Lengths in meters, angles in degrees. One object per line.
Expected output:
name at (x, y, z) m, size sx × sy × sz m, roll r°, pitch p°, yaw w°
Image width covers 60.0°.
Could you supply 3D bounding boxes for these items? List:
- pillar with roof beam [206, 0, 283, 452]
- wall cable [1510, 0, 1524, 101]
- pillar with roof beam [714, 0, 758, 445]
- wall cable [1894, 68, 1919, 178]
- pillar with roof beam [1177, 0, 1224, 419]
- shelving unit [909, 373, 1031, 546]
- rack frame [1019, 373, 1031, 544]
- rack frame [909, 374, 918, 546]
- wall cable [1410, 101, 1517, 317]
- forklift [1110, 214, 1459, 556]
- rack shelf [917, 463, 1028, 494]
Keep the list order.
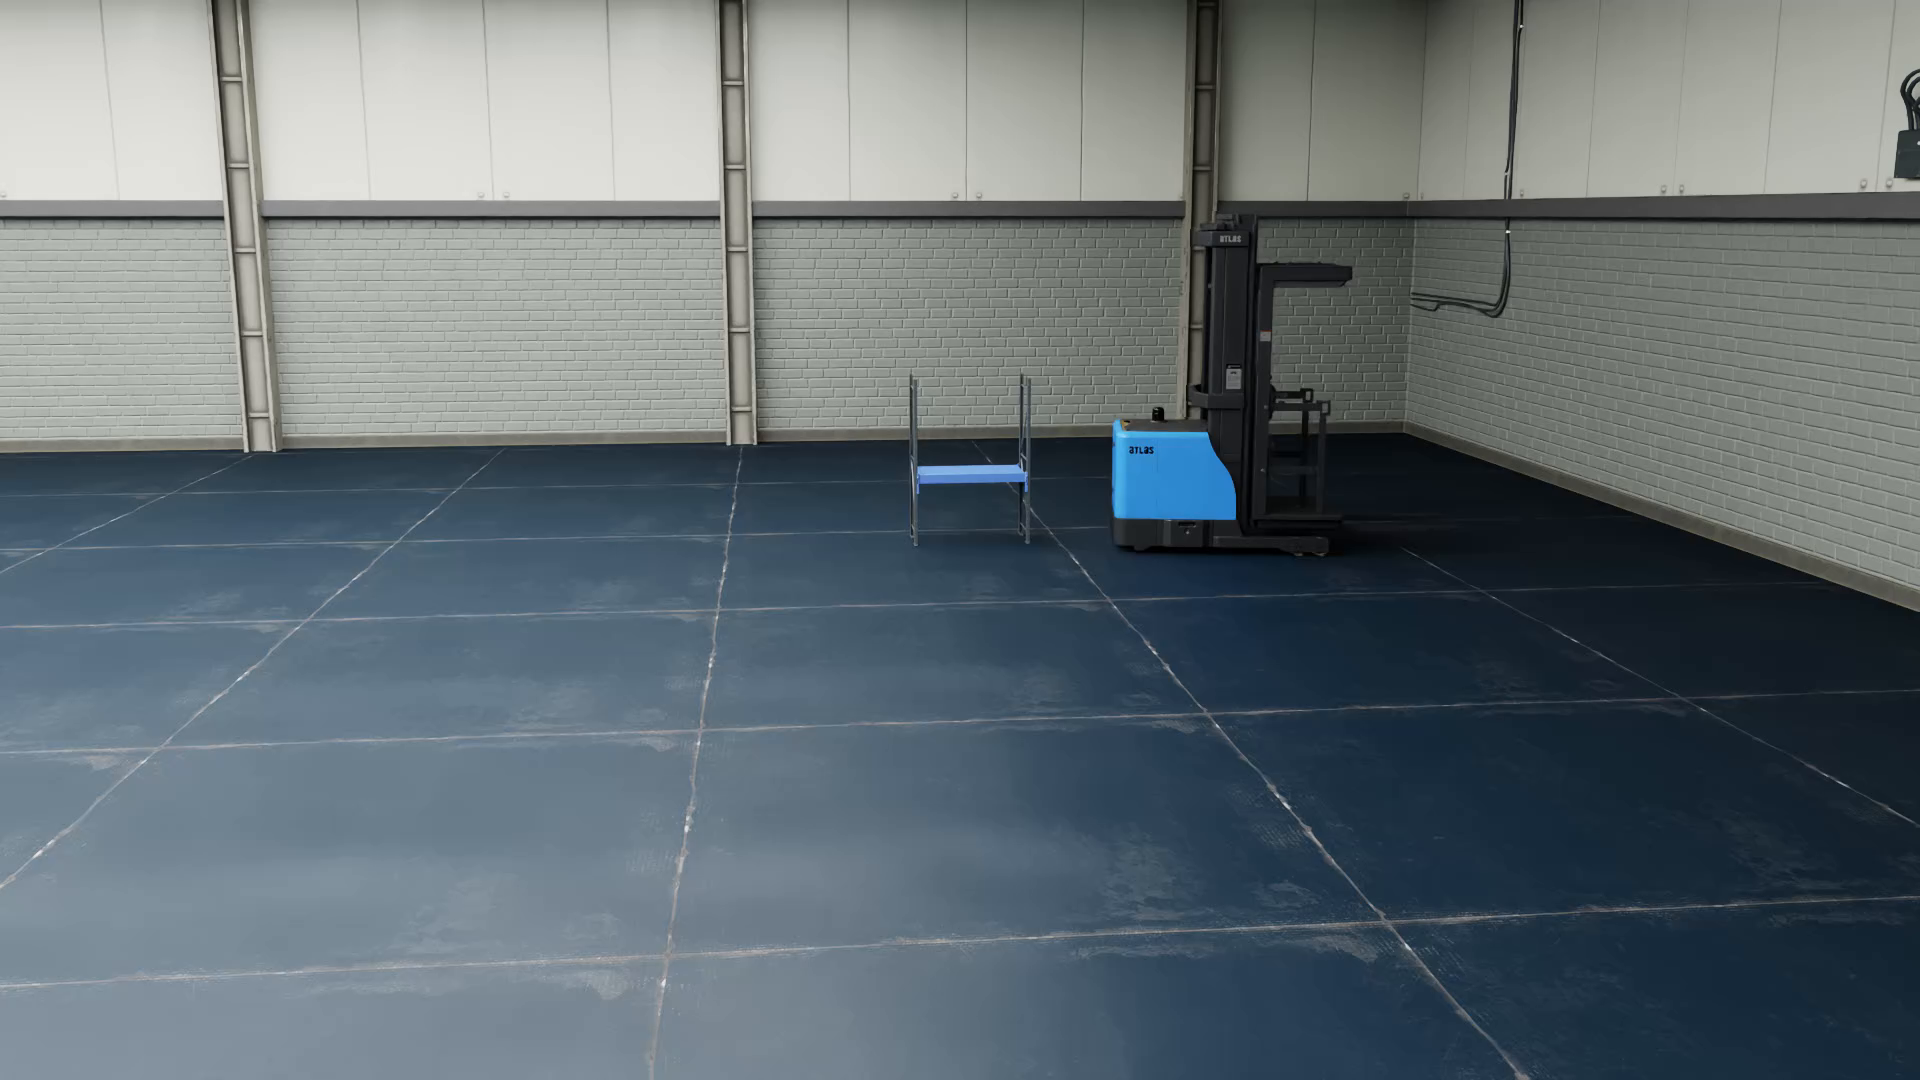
pillar with roof beam at (-8.335, -4.725, 15.957) m, size 0.400 × 9.000 × 9.100 m, roll -1°, pitch 11°, yaw -6°
wall cable at (6.493, -6.044, 17.623) m, size 0.112 × 2.526 × 3.097 m, roll -1°, pitch 11°, yaw -6°
pillar with roof beam at (-2.371, -4.850, 16.592) m, size 0.400 × 9.000 × 9.100 m, roll -1°, pitch 11°, yaw -6°
wall cable at (7.210, -5.456, 10.859) m, size 0.169 × 6.003 × 2.305 m, roll -1°, pitch 11°, yaw -6°
pillar with roof beam at (3.594, -4.975, 17.228) m, size 0.400 × 9.000 × 9.100 m, roll -1°, pitch 11°, yaw -6°
shelving unit at (0.085, -0.738, 15.114) m, size 1.048 × 1.500 × 0.538 m, roll -1°, pitch 11°, yaw -6°
rack frame at (0.590, -0.748, 15.168) m, size 0.032 × 1.500 × 0.500 m, roll -1°, pitch 11°, yaw -6°
rack frame at (-0.421, -0.727, 15.061) m, size 0.032 × 1.500 × 0.500 m, roll -1°, pitch 11°, yaw -6°
wall cable at (6.201, -4.085, 20.749) m, size 0.112 × 2.526 × 3.097 m, roll -1°, pitch 11°, yaw -6°
forklift at (2.891, -1.402, 14.784) m, size 3.031 × 2.935 × 1.130 m, roll 1°, pitch 11°, yaw 3°
rack shelf at (0.085, -0.561, 15.149) m, size 1.000 × 0.185 × 0.538 m, roll -1°, pitch 11°, yaw -6°
